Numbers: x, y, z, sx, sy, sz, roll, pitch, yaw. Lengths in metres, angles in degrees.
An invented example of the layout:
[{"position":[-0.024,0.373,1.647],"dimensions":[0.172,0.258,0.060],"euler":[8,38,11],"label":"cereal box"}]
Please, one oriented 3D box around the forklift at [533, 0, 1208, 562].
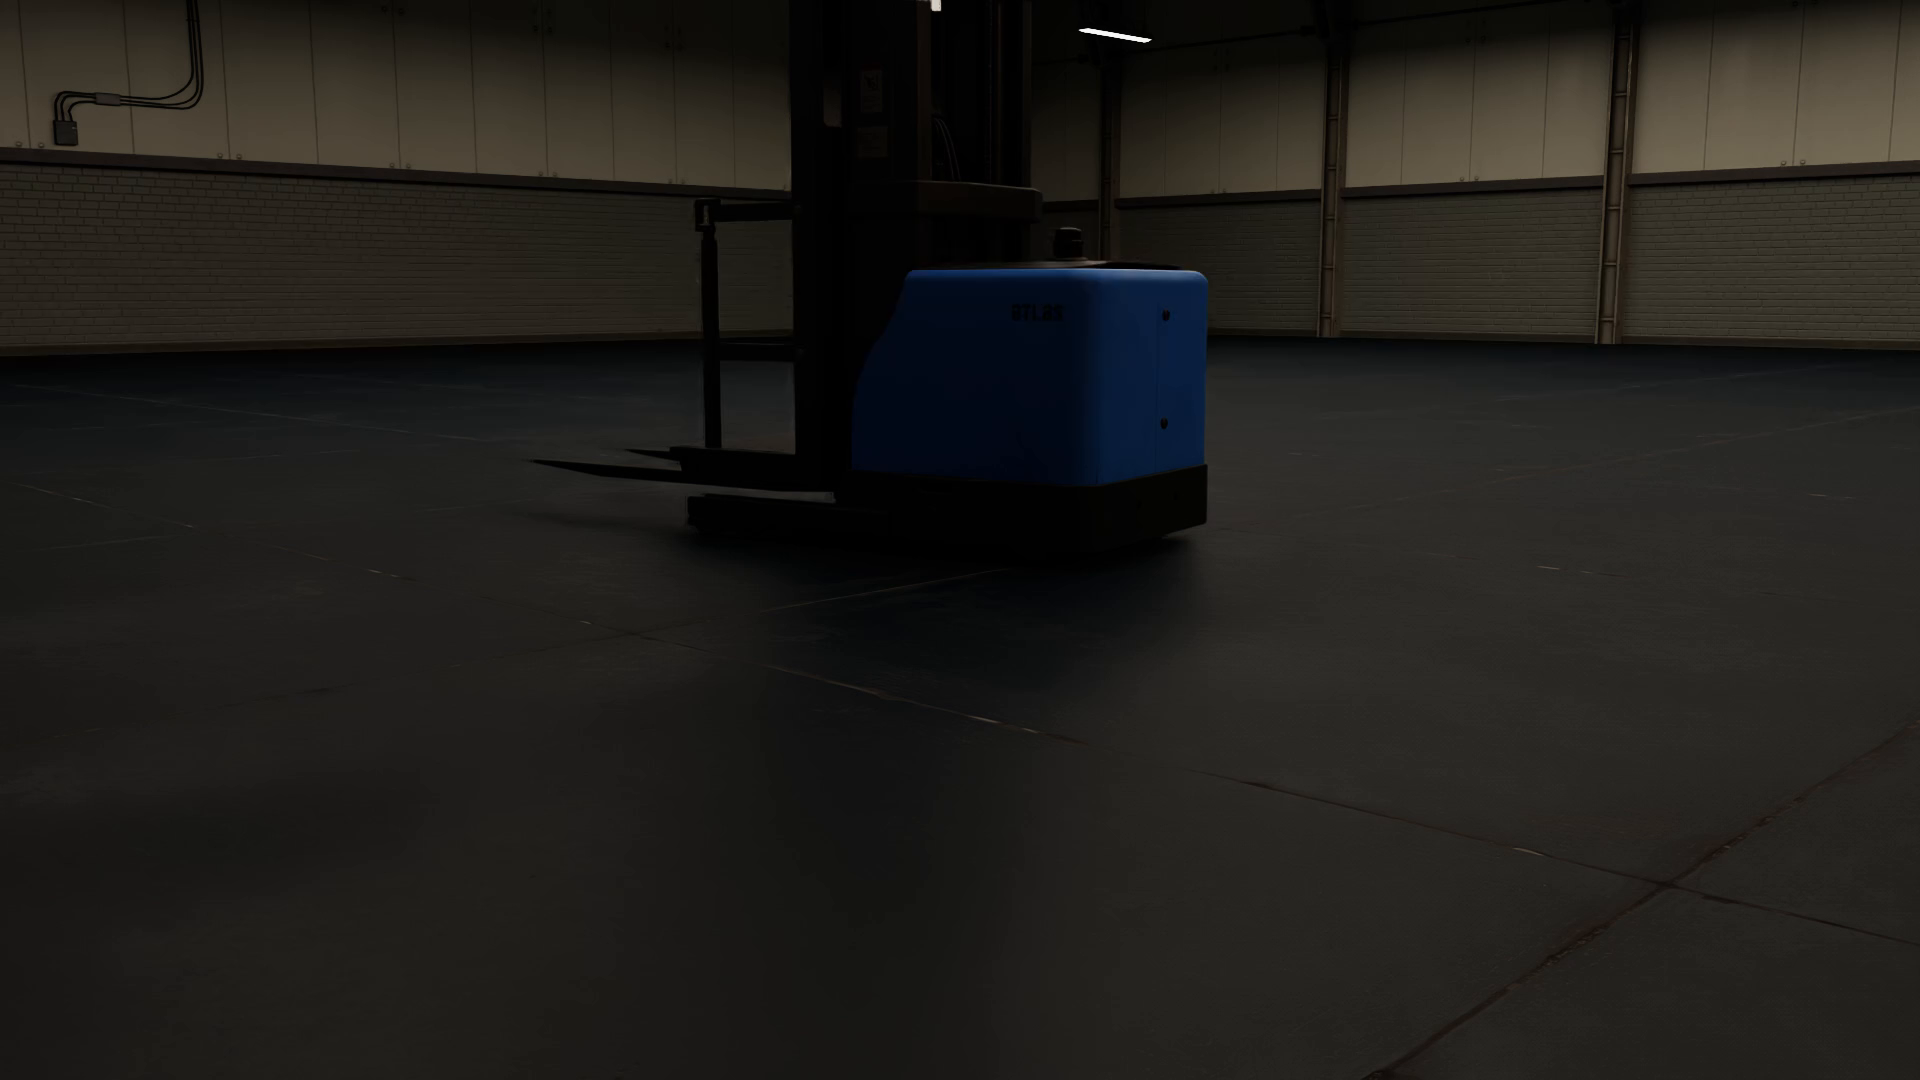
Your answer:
[{"position":[-0.519,-1.514,6.926],"dimensions":[3.031,2.935,1.130],"euler":[6,10,33],"label":"forklift"}]
